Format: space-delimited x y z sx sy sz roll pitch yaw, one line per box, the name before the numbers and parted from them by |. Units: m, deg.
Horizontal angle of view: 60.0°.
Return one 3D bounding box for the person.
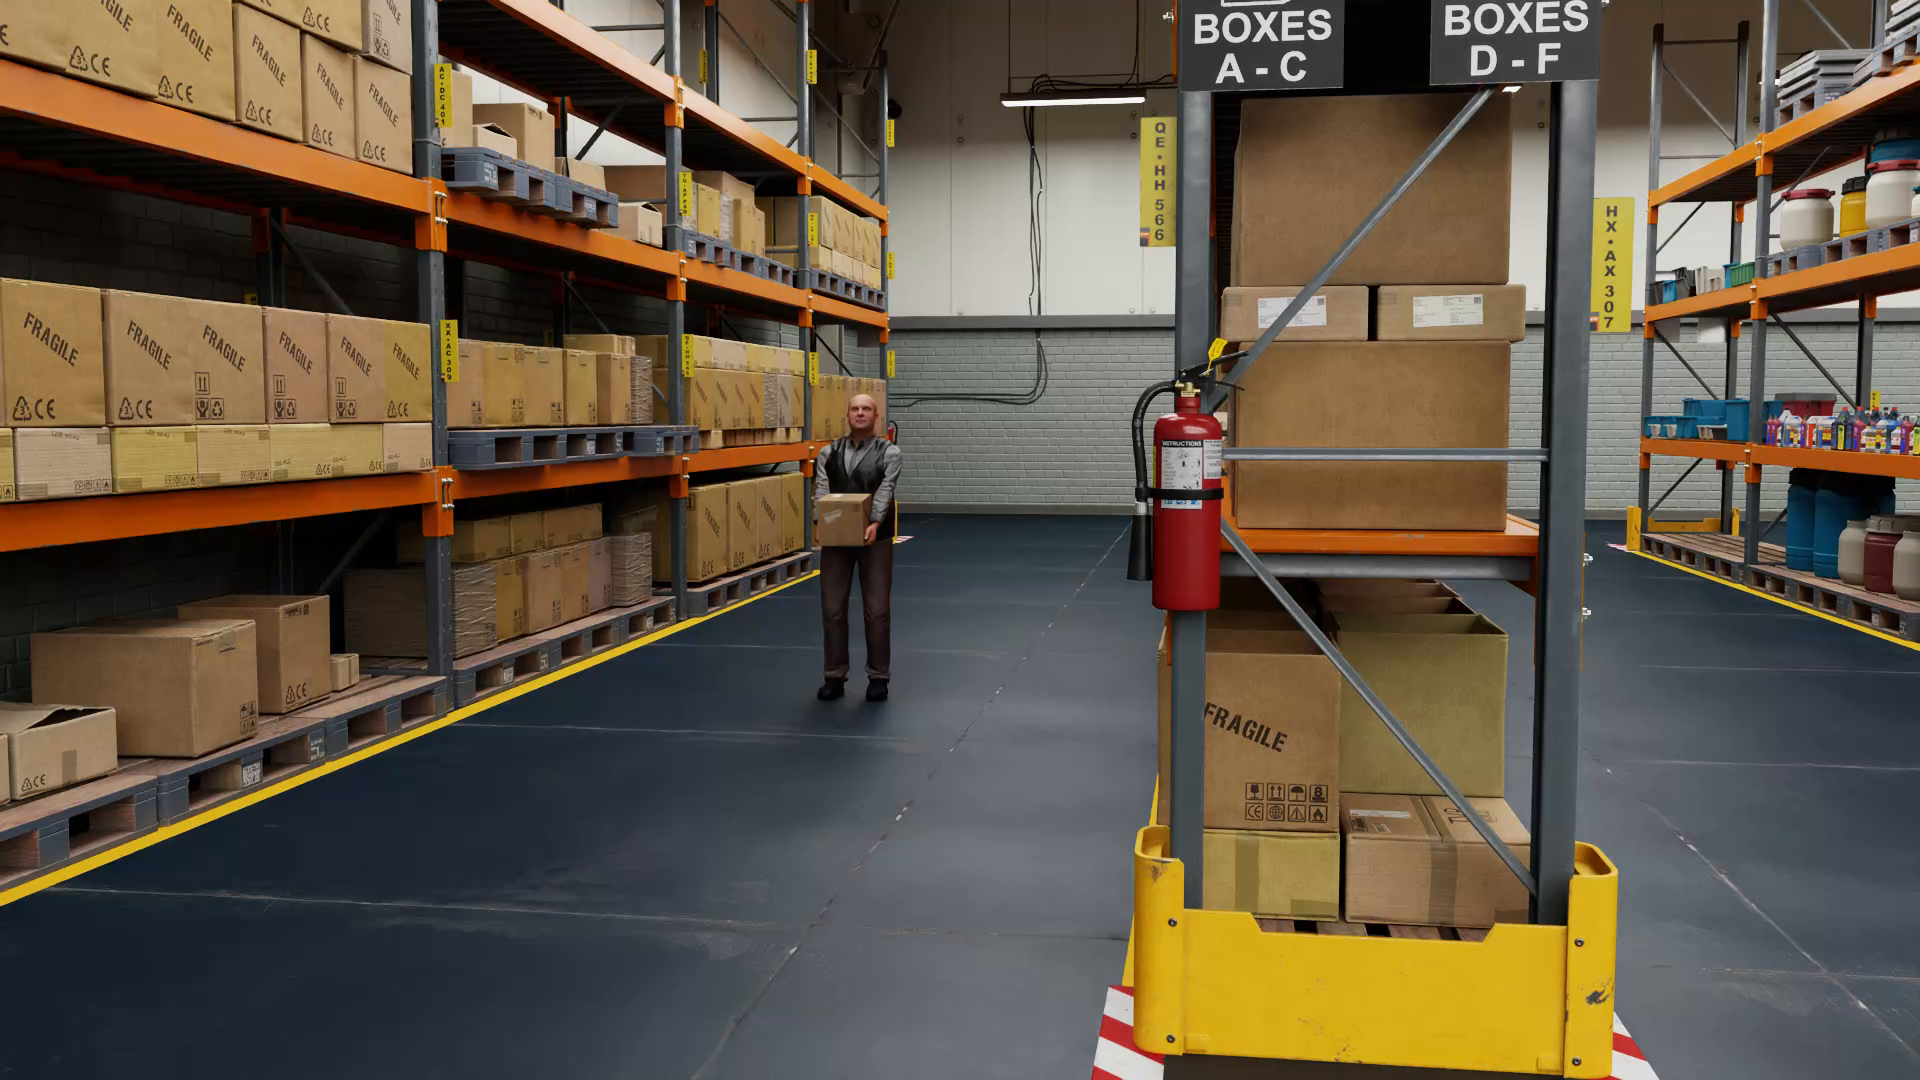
person | -0.585 0.039 9.343 0.494 1.711 0.551 1 4 9
